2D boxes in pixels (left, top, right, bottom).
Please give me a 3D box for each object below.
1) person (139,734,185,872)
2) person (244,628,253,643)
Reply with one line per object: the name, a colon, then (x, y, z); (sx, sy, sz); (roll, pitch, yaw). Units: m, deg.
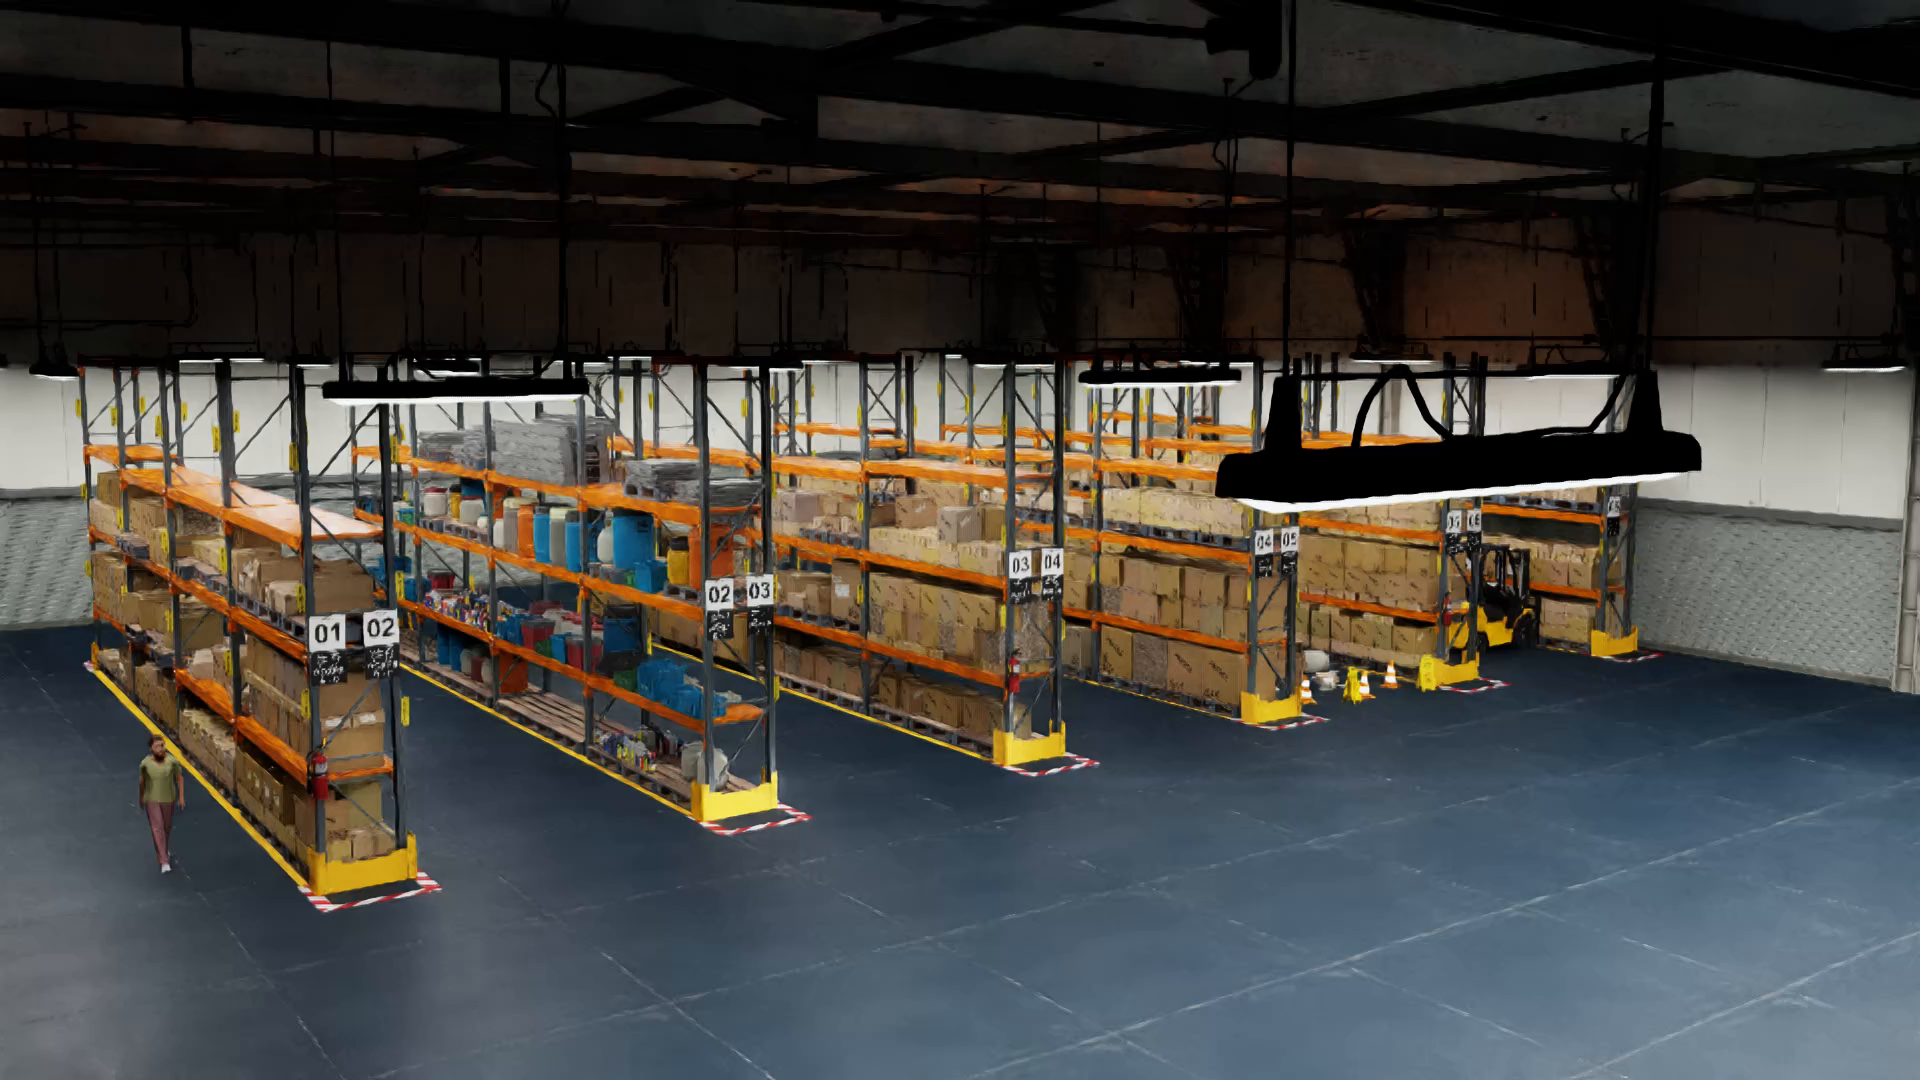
person: (-9.568, 3.113, 19.968); (0.458, 1.612, 1.019); (-5, 9, -36)
person: (-12.940, 1.759, 30.720); (0.702, 1.735, 0.549); (-5, 9, -37)
